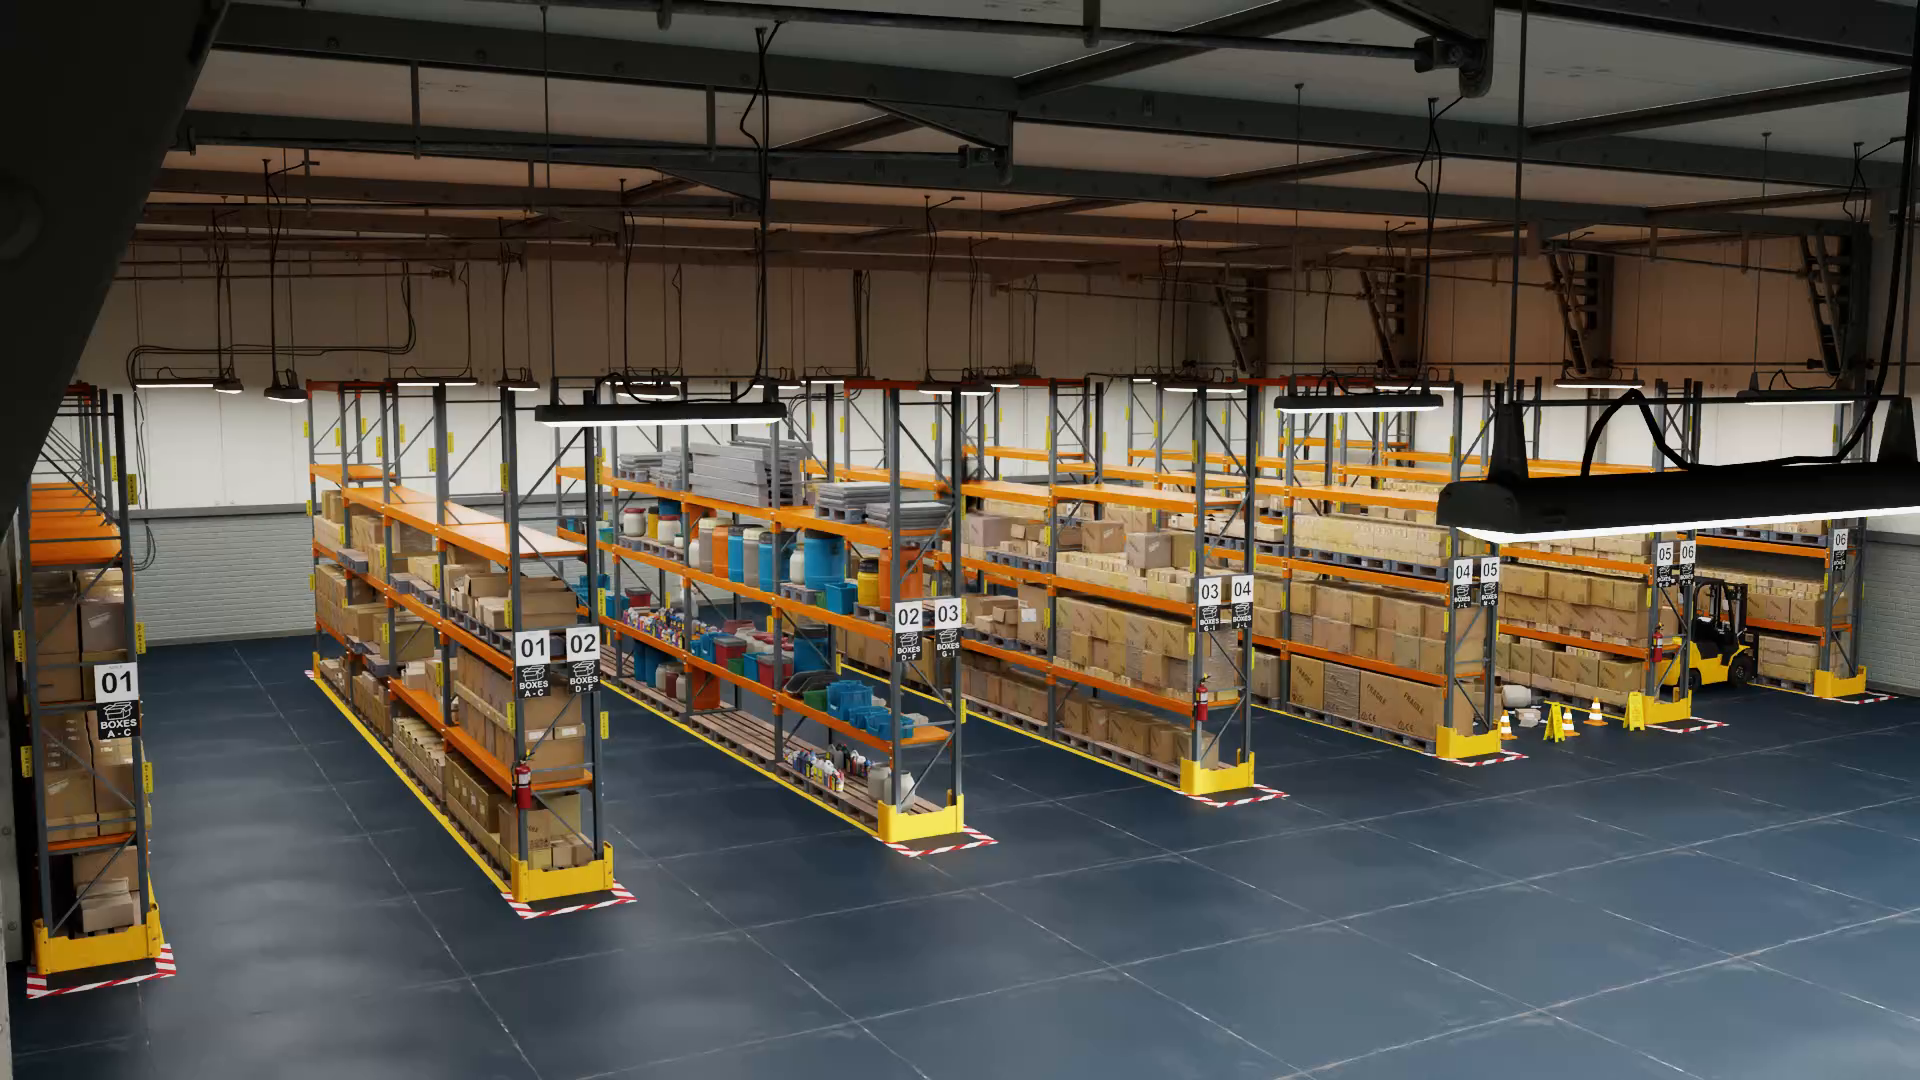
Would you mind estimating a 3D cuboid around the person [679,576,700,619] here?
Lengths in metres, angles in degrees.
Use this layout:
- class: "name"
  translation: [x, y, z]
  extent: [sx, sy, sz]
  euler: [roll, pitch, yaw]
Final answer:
- class: "person"
  translation: [-6.421, 1.374, 39.062]
  extent: [0.601, 1.624, 0.604]
  euler: [-3, 7, -24]

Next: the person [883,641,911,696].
- class: "person"
  translation: [-1.146, 1.964, 30.279]
  extent: [0.698, 1.731, 0.554]
  euler: [-3, 7, -30]

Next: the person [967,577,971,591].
- class: "person"
  translation: [0.145, 1.106, 41.925]
  extent: [0.536, 1.565, 0.651]
  euler: [5, 8, 38]
